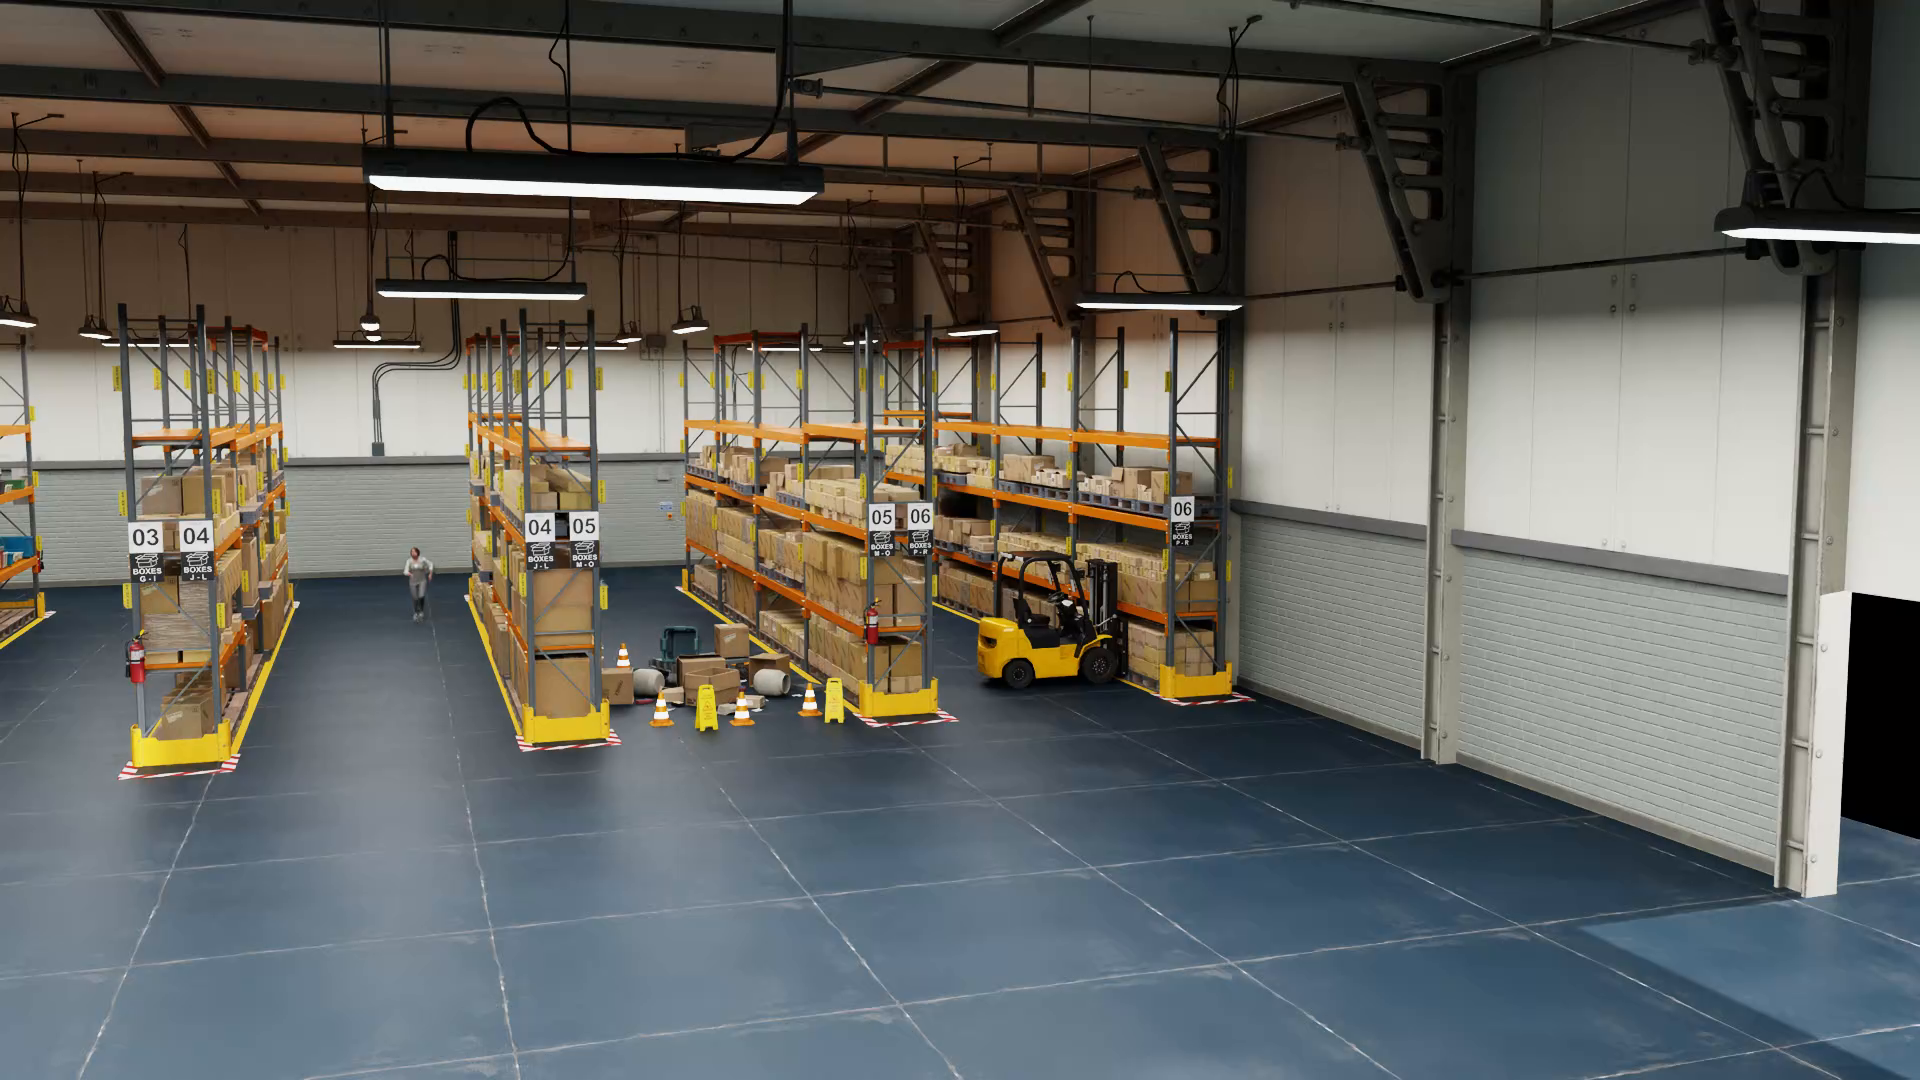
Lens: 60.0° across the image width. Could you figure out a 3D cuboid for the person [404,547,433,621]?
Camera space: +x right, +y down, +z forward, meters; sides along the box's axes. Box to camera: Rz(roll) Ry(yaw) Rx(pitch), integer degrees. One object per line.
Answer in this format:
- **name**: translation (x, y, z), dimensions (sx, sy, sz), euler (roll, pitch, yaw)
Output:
- **person**: translation (-11.280, 0.913, 34.642), dimensions (0.551, 1.552, 0.789), euler (-1, 6, -10)
